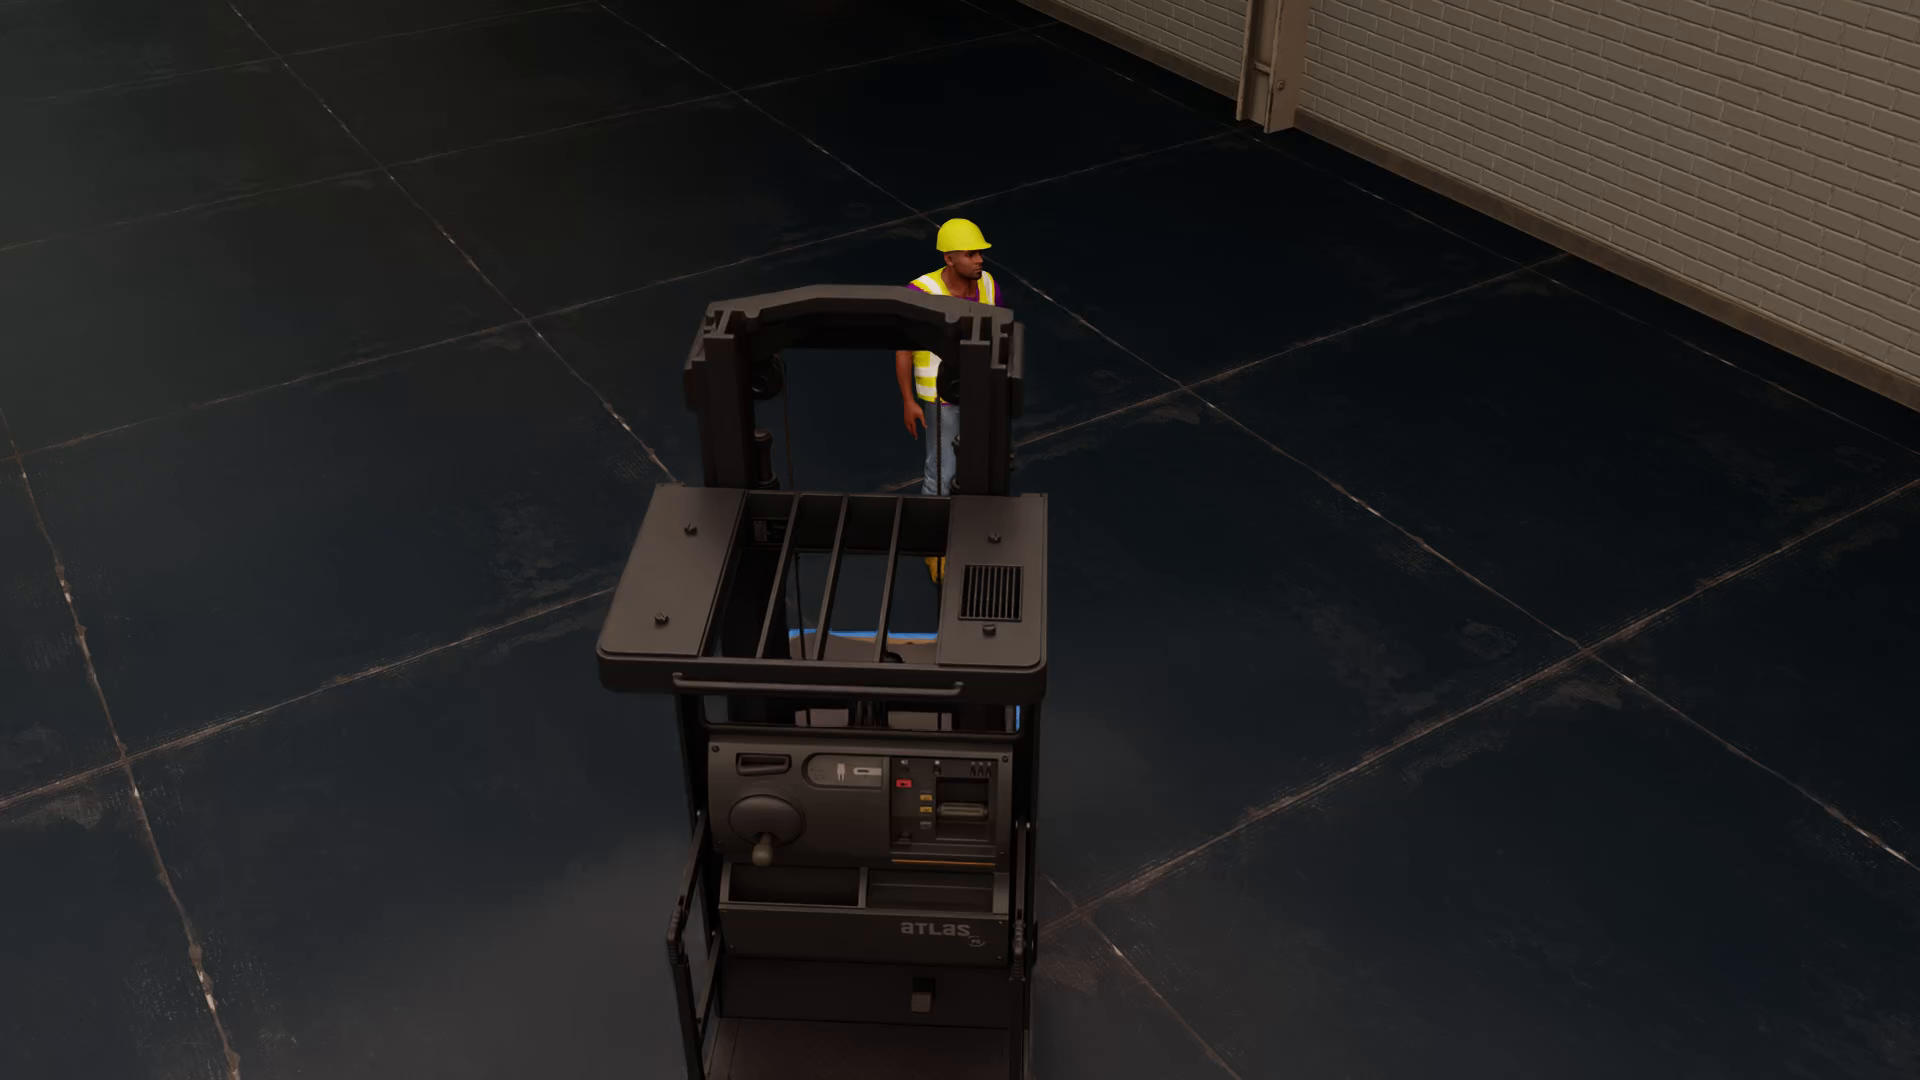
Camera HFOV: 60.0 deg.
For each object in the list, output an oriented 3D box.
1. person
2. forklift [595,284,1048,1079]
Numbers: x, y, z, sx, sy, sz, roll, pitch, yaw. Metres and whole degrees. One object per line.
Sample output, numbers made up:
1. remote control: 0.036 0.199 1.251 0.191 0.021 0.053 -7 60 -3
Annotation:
1. person: 0.032 -0.693 8.135 0.665 1.765 0.577 -21 40 -27
2. forklift: -0.314 0.871 4.908 1.130 2.935 3.031 2 35 2
